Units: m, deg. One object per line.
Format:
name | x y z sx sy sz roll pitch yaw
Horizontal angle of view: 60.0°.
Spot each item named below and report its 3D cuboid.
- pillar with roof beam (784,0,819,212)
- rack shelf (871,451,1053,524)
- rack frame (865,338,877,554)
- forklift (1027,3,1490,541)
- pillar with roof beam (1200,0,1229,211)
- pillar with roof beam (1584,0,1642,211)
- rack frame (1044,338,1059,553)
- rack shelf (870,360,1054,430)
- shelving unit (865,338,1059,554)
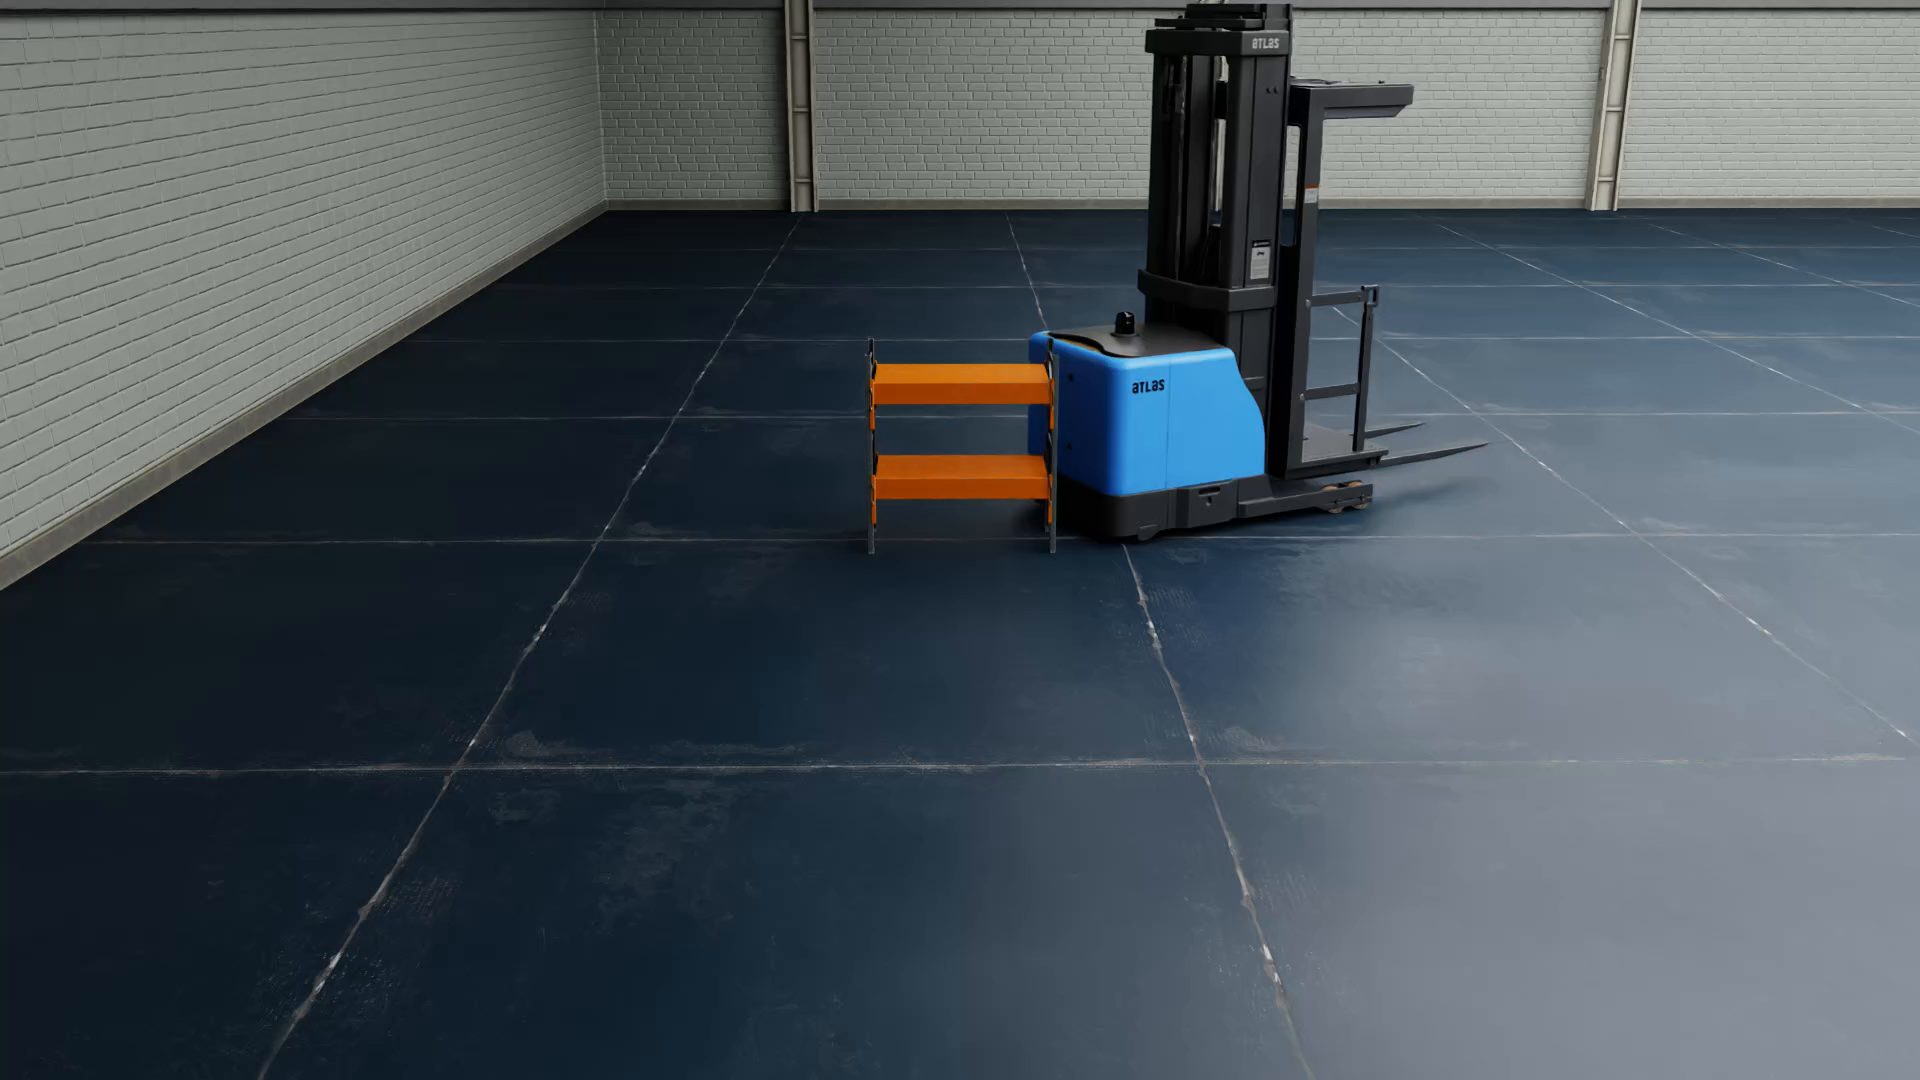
pillar with roof beam | -2.259 -7.910 19.473 0.400 9.000 9.100 0 18 -1
rack shelf | 0.007 -0.303 9.451 1.000 0.278 0.538 0 18 -1
rack frame | -0.502 -0.533 9.368 0.032 1.125 0.500 0 18 -1
forklift | 1.941 -1.688 10.011 3.031 2.935 1.130 -9 20 -26
pillar with roof beam | 3.740 -7.939 19.563 0.400 9.000 9.100 0 18 -1
pillar with roof beam | 9.739 -7.968 19.654 0.400 9.000 9.100 0 18 -1
rack frame | 0.515 -0.538 9.384 0.032 1.125 0.500 0 18 -1
rack shelf | 0.007 -0.814 9.286 1.000 0.278 0.538 0 18 -1
shelving unit | 0.007 -0.536 9.376 1.048 1.125 0.538 0 18 -1
